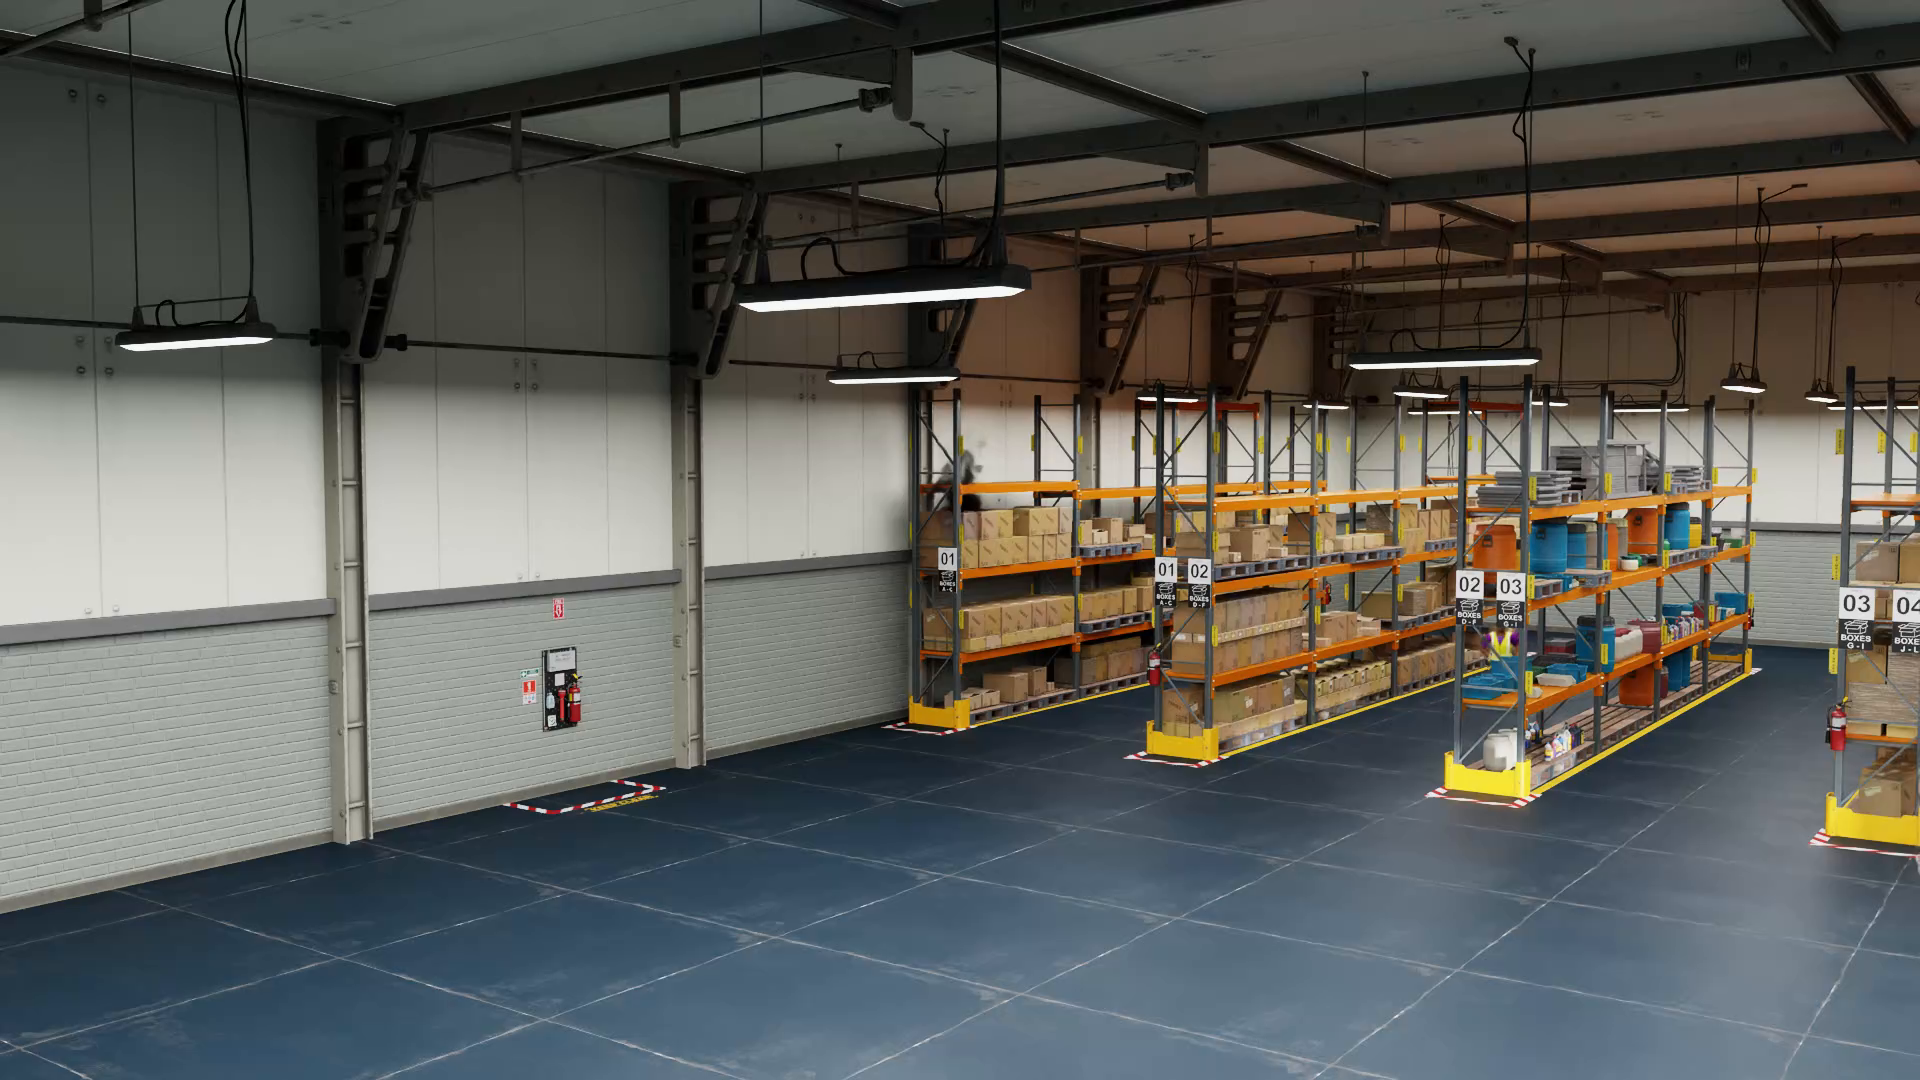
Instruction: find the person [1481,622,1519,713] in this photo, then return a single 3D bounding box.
[{"bbox_3d":[10.175,2.333,31.326,0.699,1.752,0.923,1,4,22],"label":"person"}]
